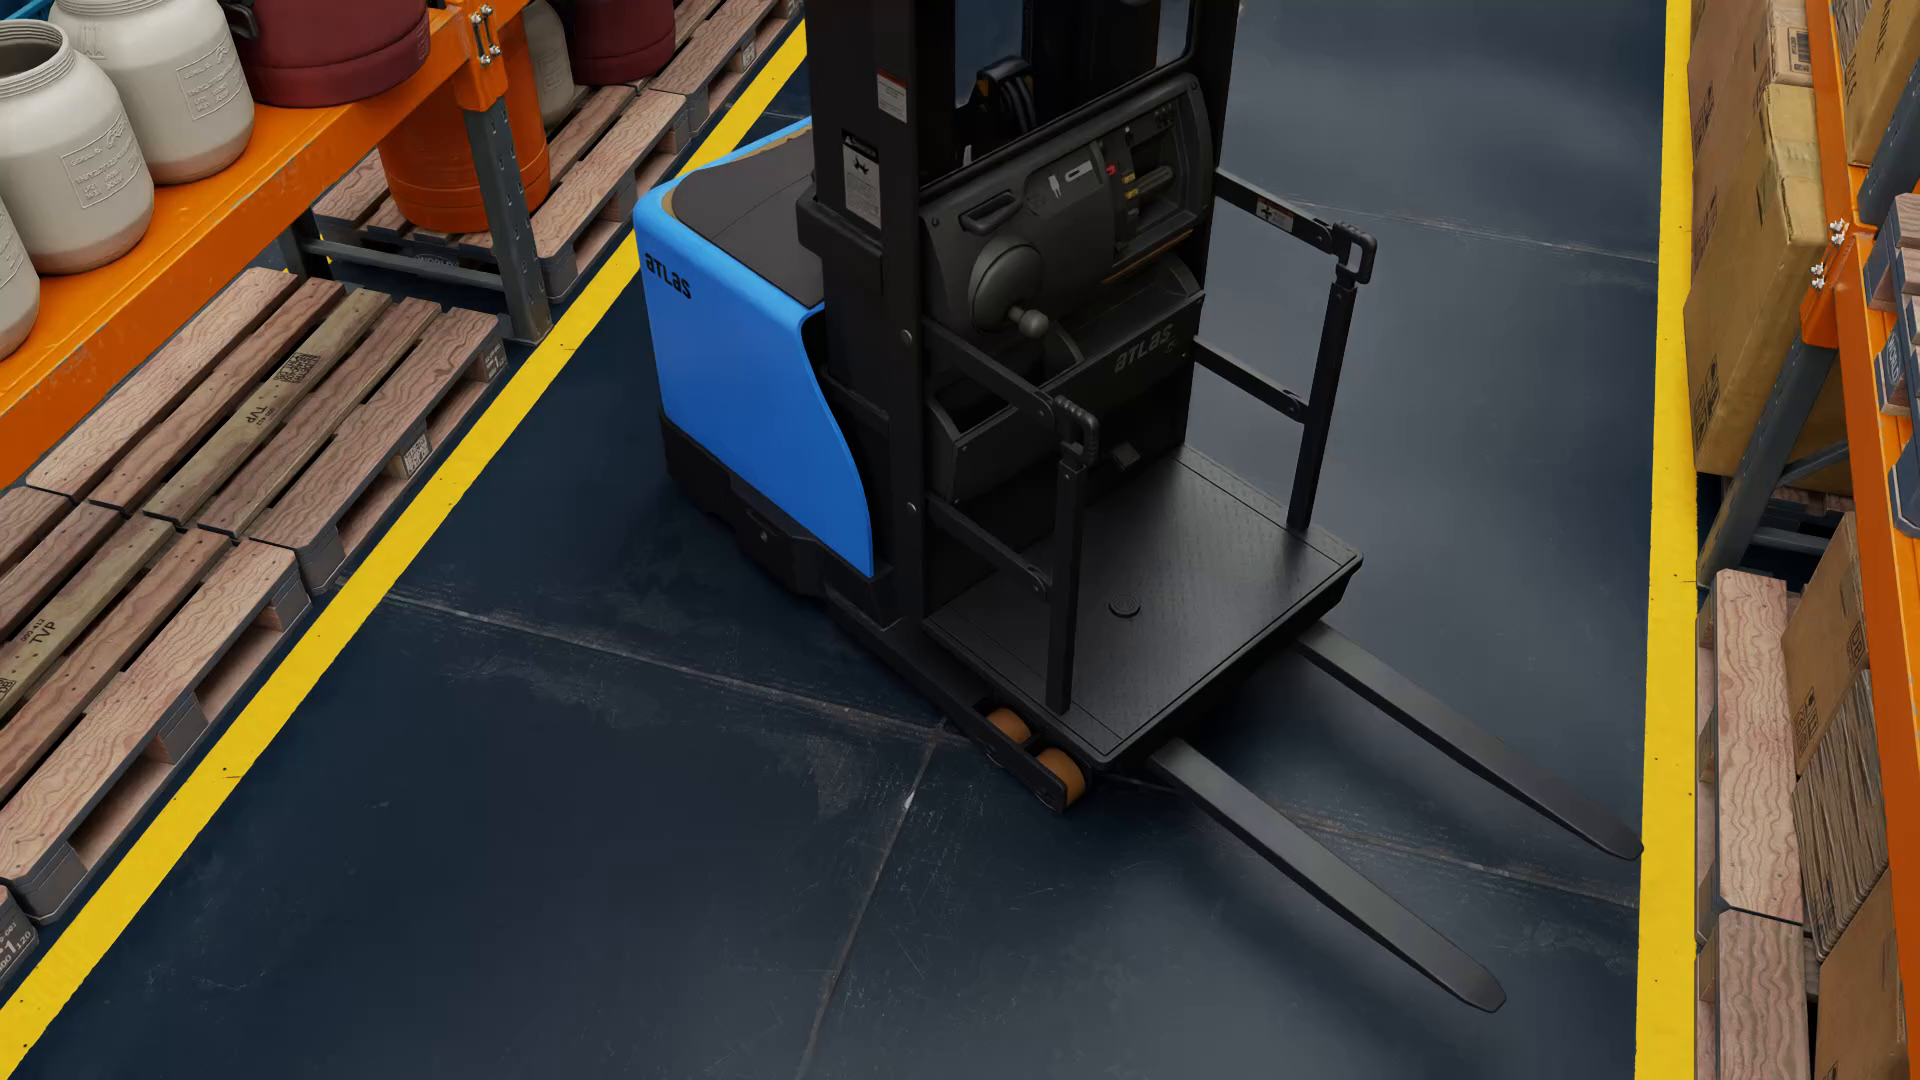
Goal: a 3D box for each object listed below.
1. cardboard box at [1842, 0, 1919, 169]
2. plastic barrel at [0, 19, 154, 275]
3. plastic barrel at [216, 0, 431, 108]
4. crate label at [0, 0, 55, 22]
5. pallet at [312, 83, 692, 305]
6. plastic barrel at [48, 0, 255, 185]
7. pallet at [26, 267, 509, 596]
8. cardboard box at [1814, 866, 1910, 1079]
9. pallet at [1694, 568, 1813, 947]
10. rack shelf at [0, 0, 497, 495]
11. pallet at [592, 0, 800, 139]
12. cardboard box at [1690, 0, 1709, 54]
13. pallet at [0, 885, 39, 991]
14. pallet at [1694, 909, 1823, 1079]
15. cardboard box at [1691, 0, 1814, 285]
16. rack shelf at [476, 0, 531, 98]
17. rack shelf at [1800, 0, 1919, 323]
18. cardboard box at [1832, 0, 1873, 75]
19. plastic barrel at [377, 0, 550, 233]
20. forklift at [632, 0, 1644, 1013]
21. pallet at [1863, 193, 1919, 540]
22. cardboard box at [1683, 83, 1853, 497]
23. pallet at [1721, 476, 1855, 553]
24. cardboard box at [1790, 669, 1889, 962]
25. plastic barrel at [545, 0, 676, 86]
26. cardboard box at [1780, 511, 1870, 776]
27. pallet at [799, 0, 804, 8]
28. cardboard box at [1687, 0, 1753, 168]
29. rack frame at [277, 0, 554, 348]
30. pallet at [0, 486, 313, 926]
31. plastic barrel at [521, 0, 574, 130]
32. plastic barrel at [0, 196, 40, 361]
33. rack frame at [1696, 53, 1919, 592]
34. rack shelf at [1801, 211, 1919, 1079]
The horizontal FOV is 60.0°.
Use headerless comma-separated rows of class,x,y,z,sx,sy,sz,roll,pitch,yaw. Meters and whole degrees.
cardboard box,2.665,-1.276,4.337,0.500,0.500,0.500,14,46,14
plastic barrel,-2.204,-0.936,3.982,0.421,0.512,0.421,0,44,0
plastic barrel,-1.821,-1.583,4.625,0.600,0.536,0.708,13,46,13
crate label,-2.527,-1.315,4.424,0.502,0.435,0.616,13,46,13
pallet,-1.770,-1.445,6.576,1.003,0.211,1.213,13,46,13
plastic barrel,-2.077,-1.216,4.268,0.421,0.512,0.421,0,44,0
pallet,-2.240,-0.403,5.511,1.003,0.211,1.213,13,46,13
cardboard box,2.247,1.080,3.474,0.700,0.500,0.500,16,47,16
pallet,2.513,0.659,4.426,1.003,0.211,1.213,13,46,13
rack shelf,-2.575,-0.317,3.944,1.077,0.370,4.000,13,46,13
pallet,-1.399,-2.256,7.404,1.003,0.211,1.213,13,46,13
cardboard box,3.788,-2.484,6.863,1.225,0.875,0.875,13,46,13
pallet,-2.979,1.224,3.848,1.003,0.211,1.213,13,46,13
pallet,2.142,1.469,3.597,1.003,0.211,1.213,13,46,13
cardboard box,3.258,-1.297,5.650,1.225,0.875,0.875,13,46,13
rack shelf,-1.363,-2.983,6.668,1.077,0.370,4.000,13,46,13
rack shelf,3.357,-1.934,5.596,1.077,0.370,4.000,13,46,13
cardboard box,2.821,-1.607,4.676,0.500,0.500,0.500,12,46,12
plastic barrel,-1.837,-1.612,6.004,0.600,0.830,0.708,13,46,13
forklift,0.428,-0.730,3.901,1.130,2.935,3.031,-33,53,-29
pallet,2.637,-0.292,3.541,1.213,0.211,1.003,13,46,13
cardboard box,2.980,-0.705,5.044,1.225,0.875,0.875,11,45,11
pallet,3.062,-0.371,5.478,1.003,0.211,1.213,13,46,13
cardboard box,2.412,0.701,3.862,0.700,0.500,0.500,9,45,9
plastic barrel,-1.495,-2.278,6.857,0.600,0.588,0.708,13,46,13
cardboard box,2.568,0.329,4.242,0.700,0.500,0.500,10,45,10
pallet,-1.031,-3.072,8.238,1.003,0.211,1.213,13,46,13
cardboard box,3.518,-1.889,6.254,1.225,0.875,0.875,11,45,11
rack frame,-1.969,-1.907,5.055,1.000,3.000,0.127,13,46,13
pallet,-2.612,0.408,4.682,1.003,0.211,1.213,13,46,13
plastic barrel,-1.751,-1.893,6.519,0.421,0.512,0.421,0,44,0
plastic barrel,-2.328,-0.658,3.681,0.433,0.535,0.433,0,44,0
rack frame,2.752,-0.858,3.982,1.000,3.000,0.127,13,46,13
rack shelf,2.146,0.732,2.872,1.077,0.370,4.000,13,46,13
